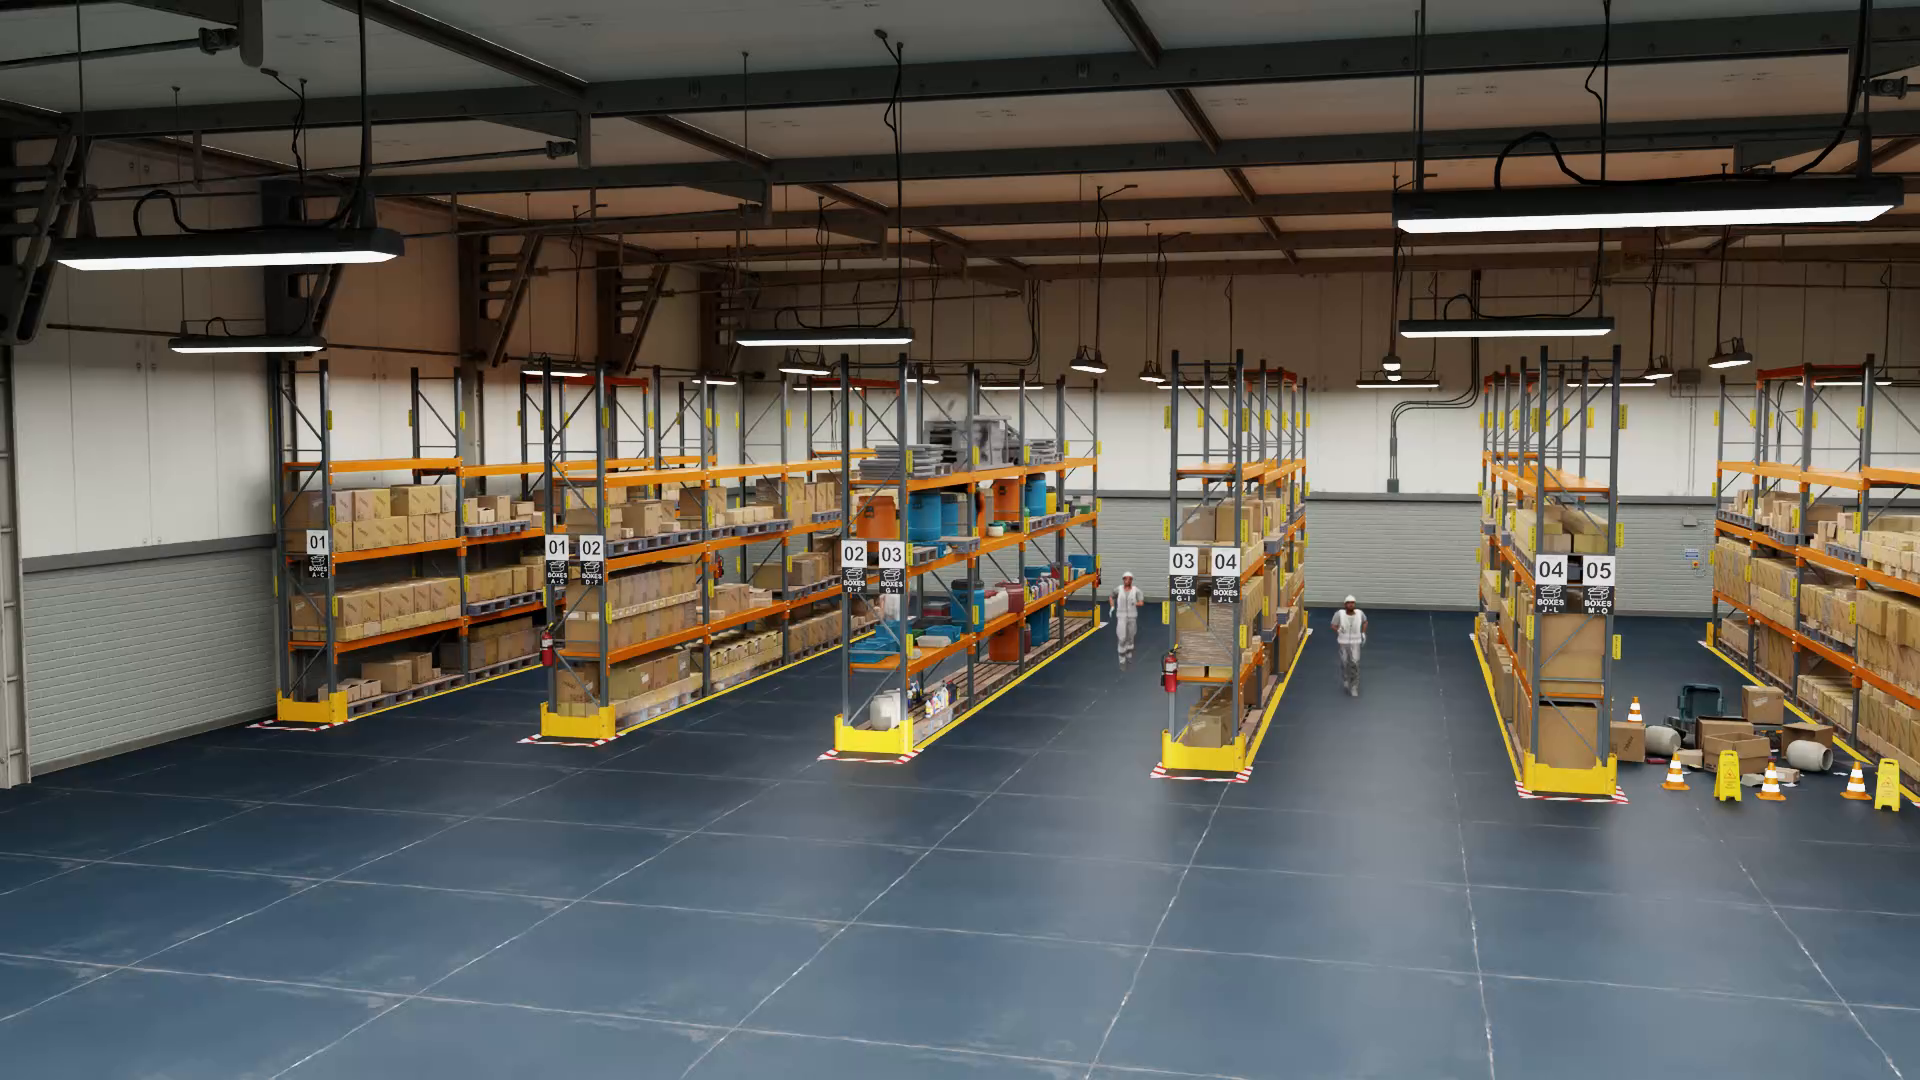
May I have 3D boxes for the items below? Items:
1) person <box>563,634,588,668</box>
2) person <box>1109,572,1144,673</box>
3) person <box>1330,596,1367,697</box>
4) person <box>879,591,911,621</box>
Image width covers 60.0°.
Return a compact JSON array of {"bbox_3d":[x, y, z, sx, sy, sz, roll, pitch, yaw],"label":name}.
[{"bbox_3d":[-6.763,2.034,29.556,0.574,1.680,0.883,1,4,11],"label":"person"},{"bbox_3d":[3.177,1.547,31.702,0.646,1.892,0.758,0,4,1],"label":"person"},{"bbox_3d":[7.115,1.927,30.462,0.658,1.837,0.798,1,4,12],"label":"person"},{"bbox_3d":[-1.369,1.511,34.913,0.653,1.724,0.866,0,4,3],"label":"person"}]
